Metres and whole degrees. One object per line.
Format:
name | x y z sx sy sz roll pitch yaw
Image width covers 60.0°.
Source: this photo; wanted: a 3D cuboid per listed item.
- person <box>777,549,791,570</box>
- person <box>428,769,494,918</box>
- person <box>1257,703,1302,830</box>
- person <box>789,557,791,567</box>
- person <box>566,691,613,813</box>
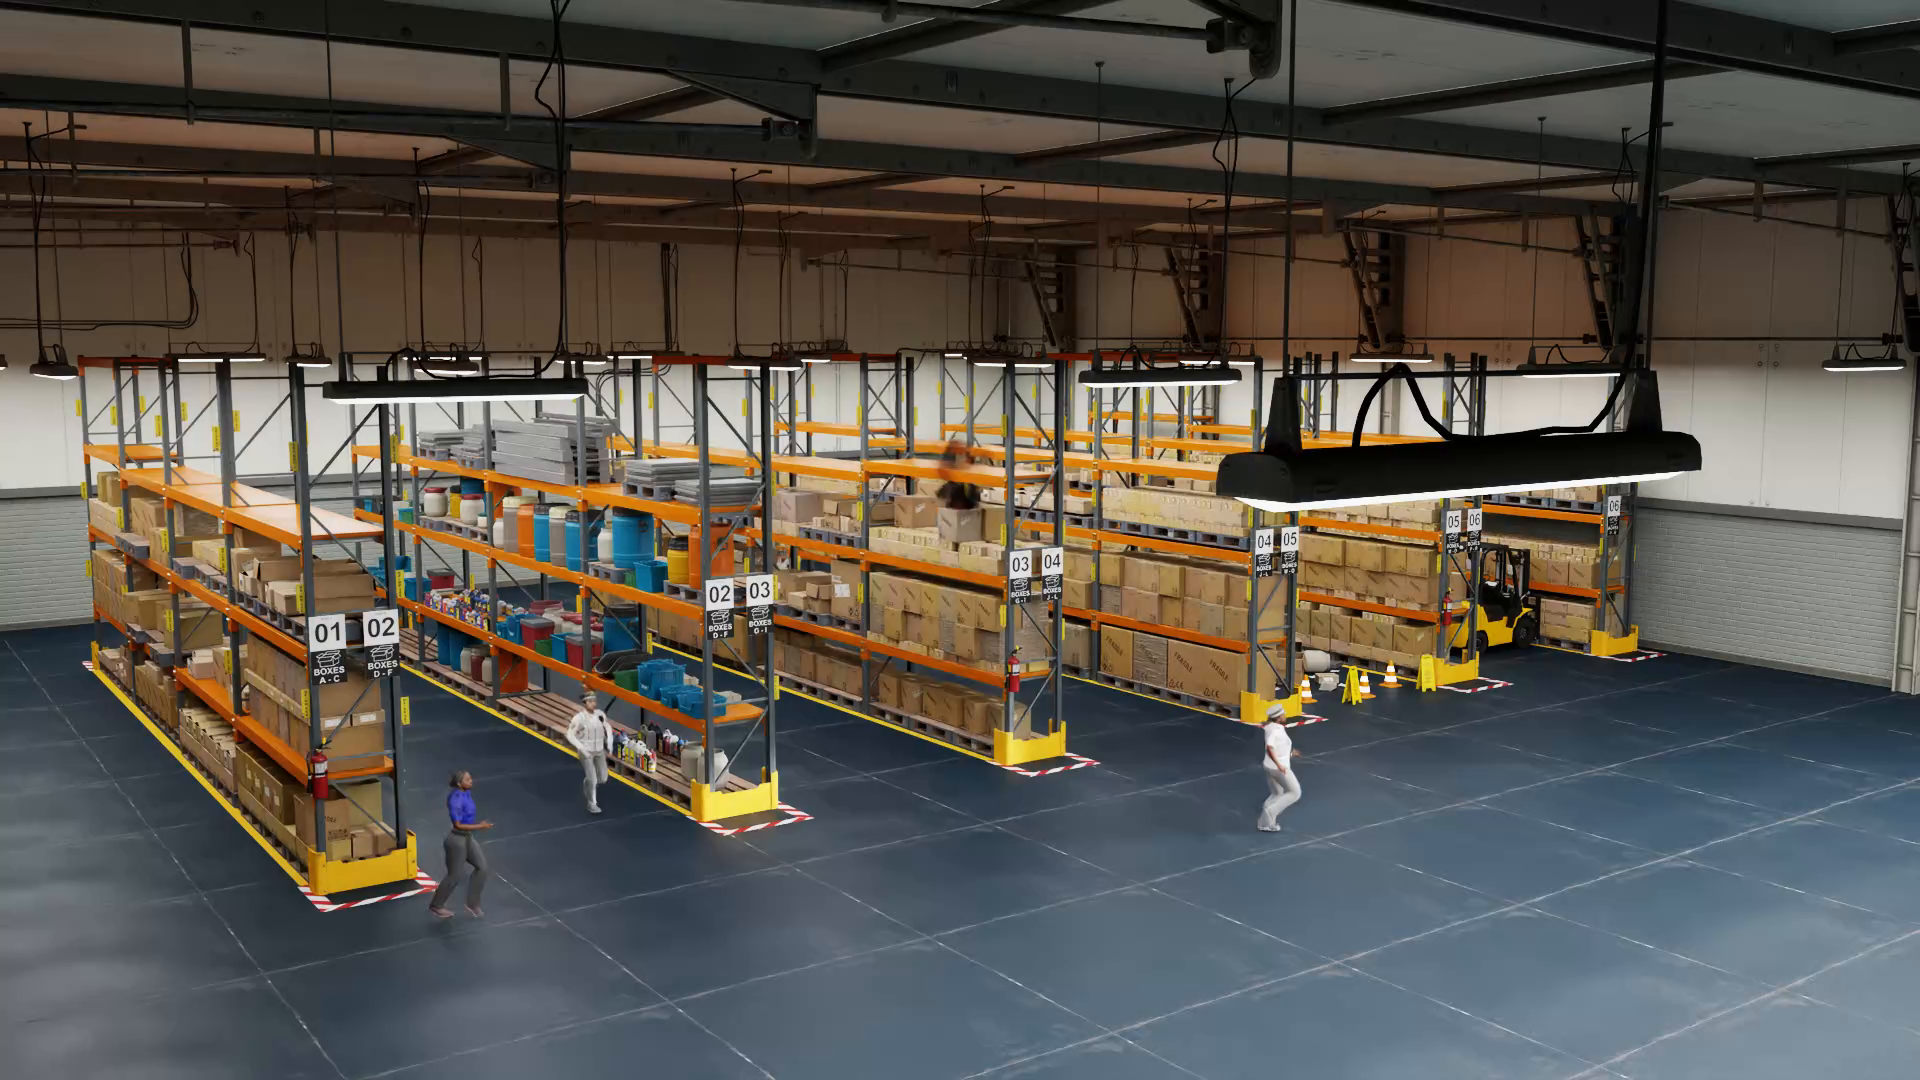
person | -4.133 0.979 37.719 0.608 1.618 0.771 -6 9 -39
person | -5.434 3.341 18.141 0.745 1.728 0.589 0 7 1
person | 4.130 2.917 21.371 0.576 1.659 0.560 -1 7 -8
person | -4.184 0.384 41.957 0.633 1.725 0.712 -5 8 -34
person | -4.962 2.811 22.300 0.667 1.644 0.565 -6 9 -39
